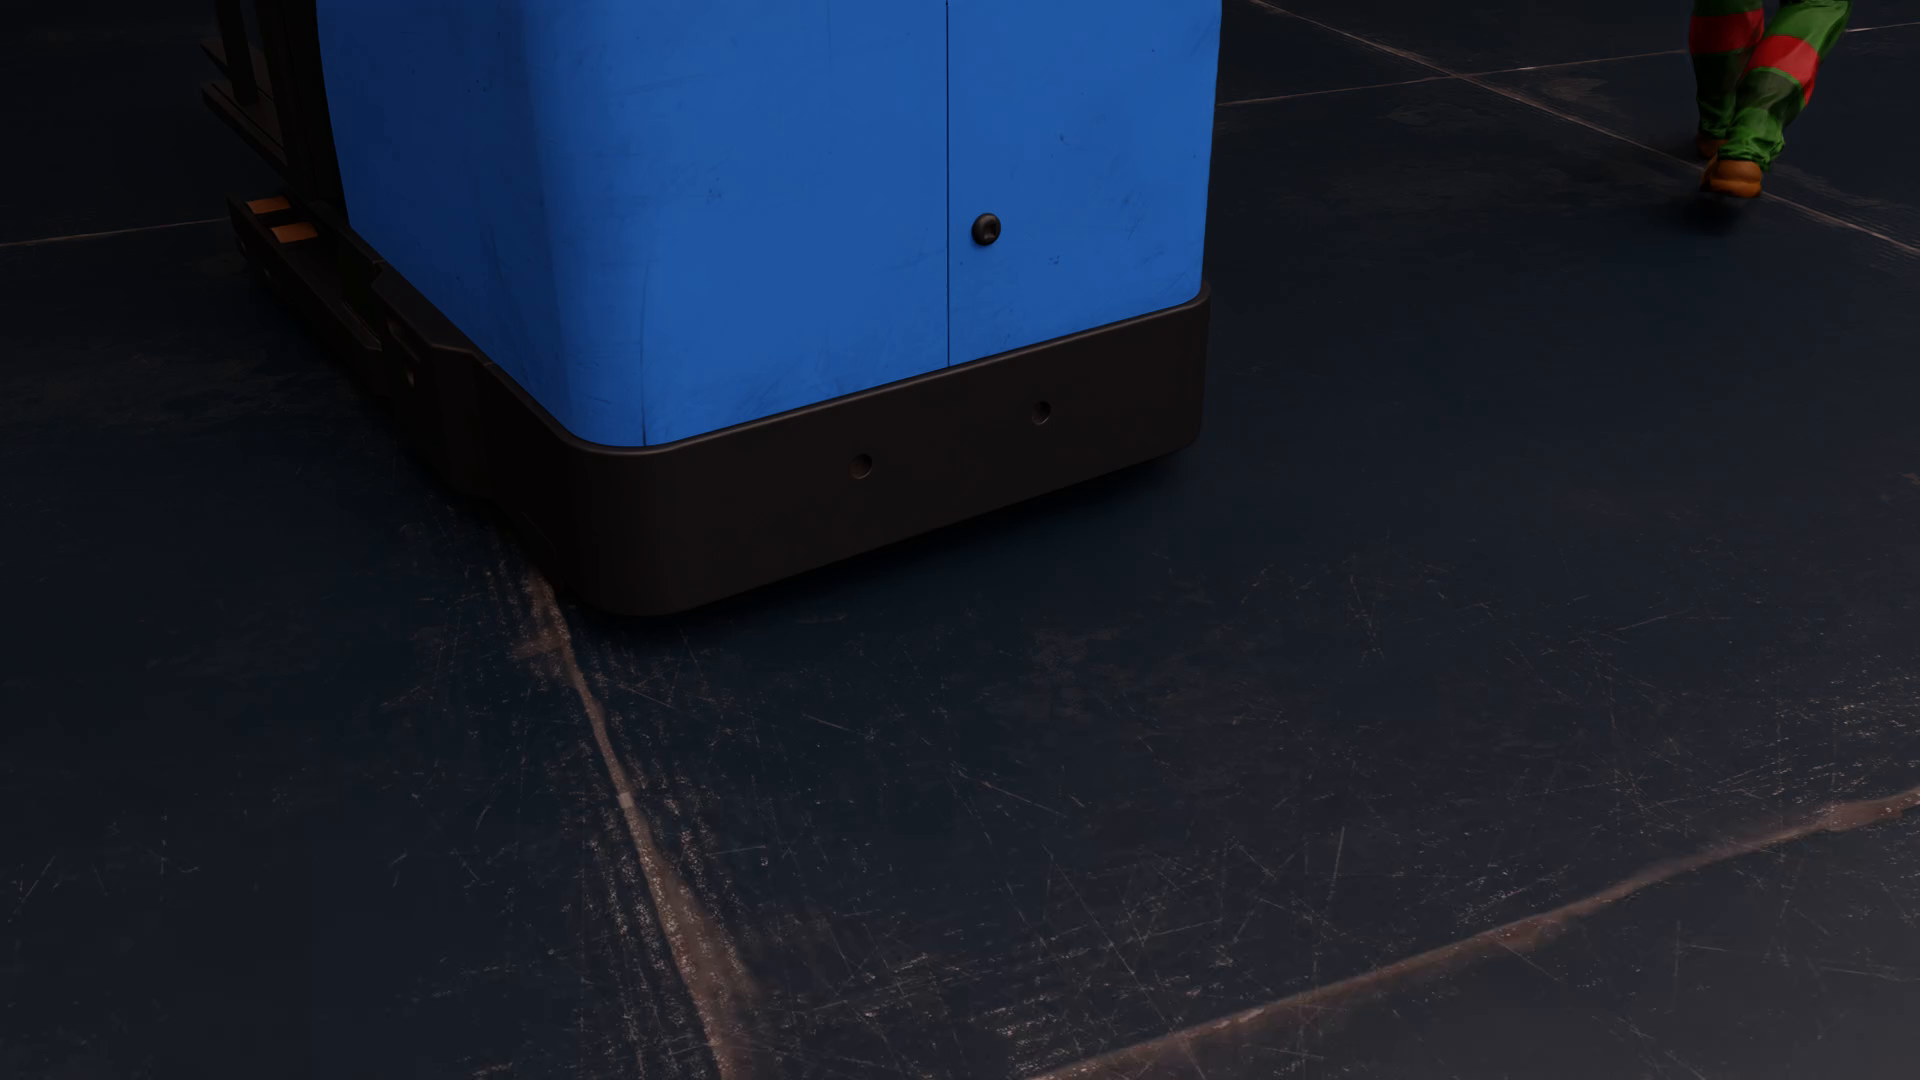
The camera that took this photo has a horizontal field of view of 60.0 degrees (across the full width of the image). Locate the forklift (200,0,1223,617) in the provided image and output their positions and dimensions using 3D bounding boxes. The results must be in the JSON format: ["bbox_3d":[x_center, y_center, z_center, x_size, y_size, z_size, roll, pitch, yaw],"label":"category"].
[{"bbox_3d":[-0.853,-1.856,2.797,1.130,2.935,3.031,-18,34,-29],"label":"forklift"}]

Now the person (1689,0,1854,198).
[{"bbox_3d":[1.810,-1.591,3.615,0.569,1.700,0.936,11,32,19],"label":"person"}]
